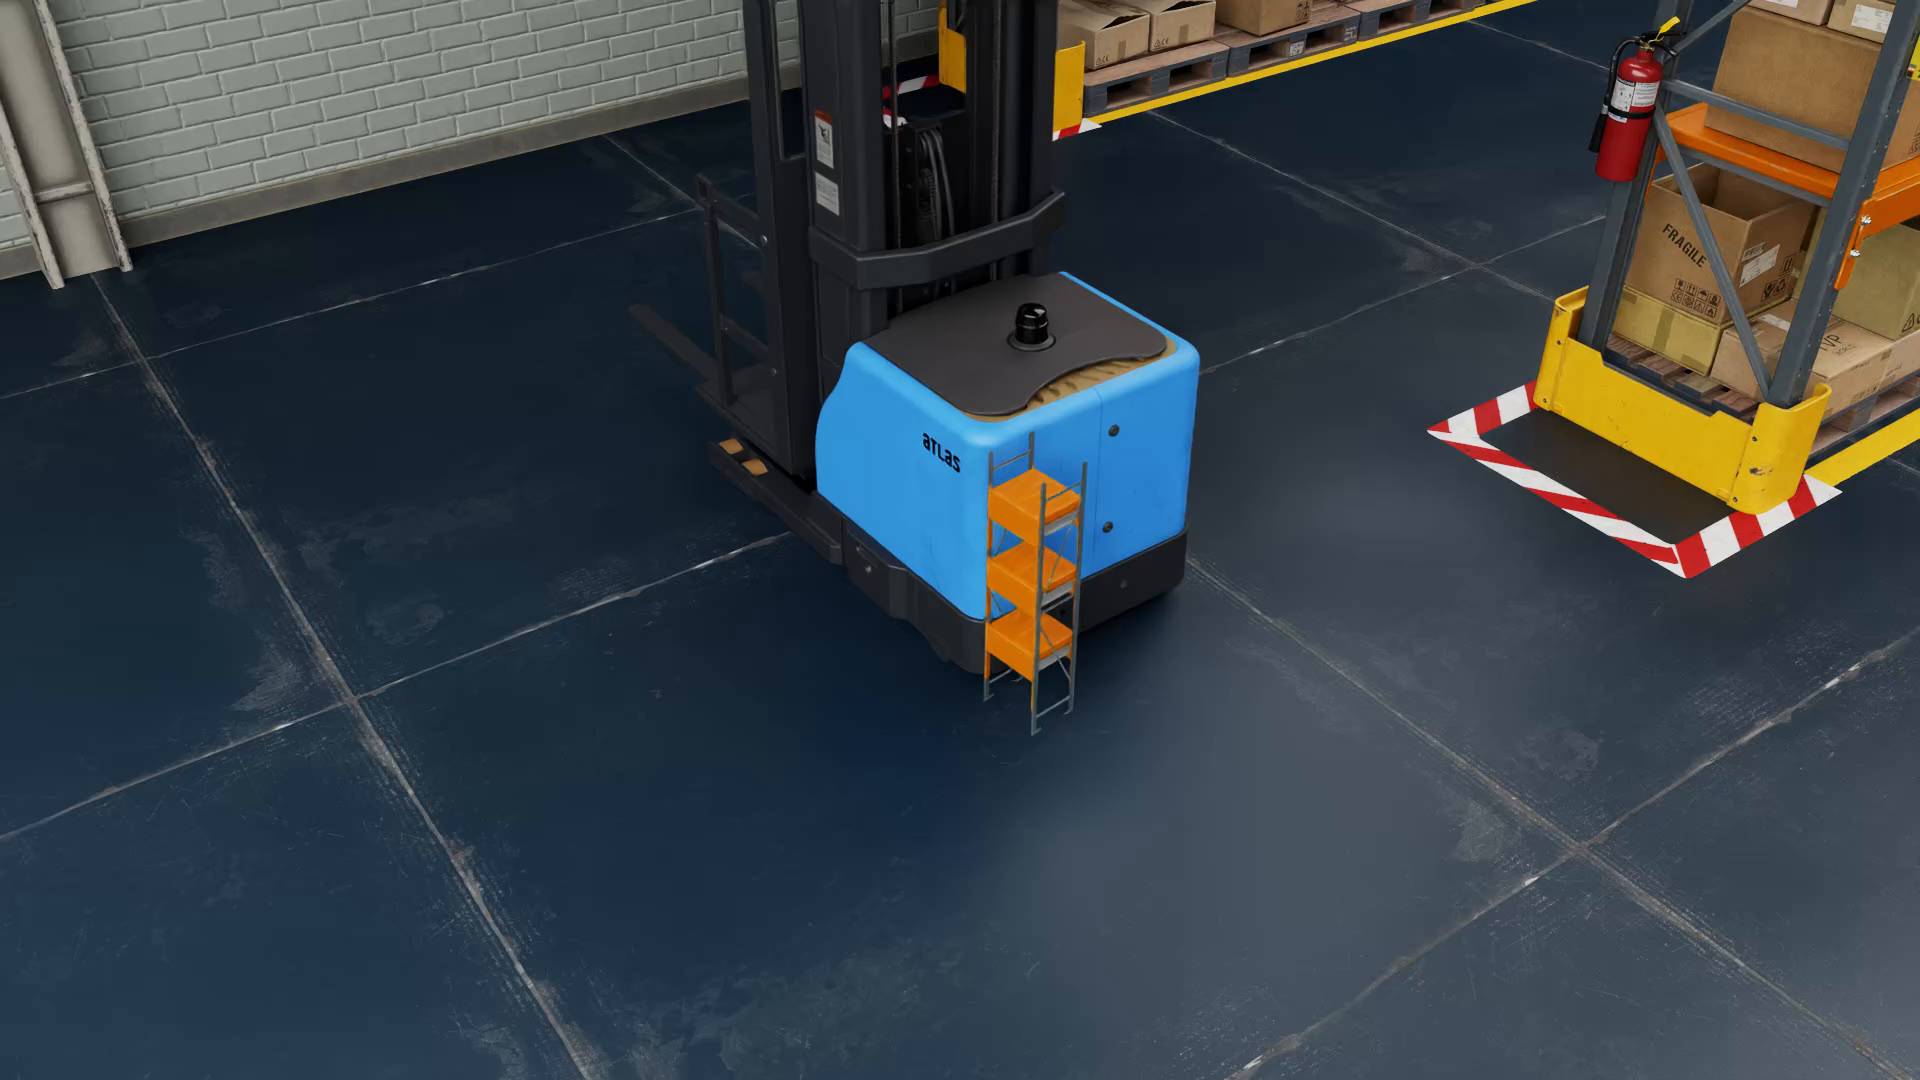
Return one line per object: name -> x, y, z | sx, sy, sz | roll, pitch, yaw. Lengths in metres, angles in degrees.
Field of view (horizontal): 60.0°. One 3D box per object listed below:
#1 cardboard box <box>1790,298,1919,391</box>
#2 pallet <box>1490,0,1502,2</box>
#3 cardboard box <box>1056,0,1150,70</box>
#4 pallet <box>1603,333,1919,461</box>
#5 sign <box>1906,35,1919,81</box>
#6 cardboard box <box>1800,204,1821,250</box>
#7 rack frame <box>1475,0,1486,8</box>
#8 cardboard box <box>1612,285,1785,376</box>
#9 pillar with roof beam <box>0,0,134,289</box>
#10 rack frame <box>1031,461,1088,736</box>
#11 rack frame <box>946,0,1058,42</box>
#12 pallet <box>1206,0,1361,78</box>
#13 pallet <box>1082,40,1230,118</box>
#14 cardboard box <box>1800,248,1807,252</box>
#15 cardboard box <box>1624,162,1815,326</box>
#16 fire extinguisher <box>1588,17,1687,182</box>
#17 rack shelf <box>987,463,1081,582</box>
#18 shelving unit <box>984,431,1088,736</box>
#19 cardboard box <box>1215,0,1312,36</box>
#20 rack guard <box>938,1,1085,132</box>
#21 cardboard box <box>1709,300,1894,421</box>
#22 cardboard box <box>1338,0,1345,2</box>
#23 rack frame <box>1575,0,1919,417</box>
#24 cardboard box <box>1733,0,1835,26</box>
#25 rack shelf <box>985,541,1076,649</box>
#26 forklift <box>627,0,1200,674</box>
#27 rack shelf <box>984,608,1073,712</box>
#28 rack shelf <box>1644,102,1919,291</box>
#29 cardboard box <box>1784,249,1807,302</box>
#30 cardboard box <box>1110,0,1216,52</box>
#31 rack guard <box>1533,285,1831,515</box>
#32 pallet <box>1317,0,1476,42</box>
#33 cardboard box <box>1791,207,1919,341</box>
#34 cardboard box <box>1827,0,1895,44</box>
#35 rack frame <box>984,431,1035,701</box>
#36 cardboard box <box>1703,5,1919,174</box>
cardboard box -> 4.077, -0.951, 7.498 | 0.500, 0.250, 0.500 | -22, 41, -28
pallet -> 4.152, -4.491, 12.814 | 1.213, 0.211, 1.003 | -22, 41, -28
cardboard box -> 0.864, -3.292, 10.684 | 0.500, 0.311, 0.500 | -28, 44, -33
pallet -> 3.705, -0.797, 7.678 | 1.213, 0.211, 1.003 | -22, 41, -28
sign -> 3.418, -1.769, 5.831 | 0.005, 0.325, 0.100 | -22, 41, -28
cardboard box -> 4.179, -1.677, 7.865 | 0.500, 0.500, 0.500 | -22, 41, -28
rack frame -> 3.516, -5.361, 11.634 | 0.127, 3.000, 1.000 | -22, 41, -28
cardboard box -> 3.372, -1.028, 7.605 | 0.500, 0.250, 0.500 | -22, 41, -28
pillar with roof beam -> -2.104, -3.026, 3.251 | 0.400, 9.000, 9.100 | -22, 41, -28
rack frame -> 0.327, 0.215, 5.550 | 0.200, 1.050, 0.008 | -27, 44, -33
rack frame -> 0.247, -4.015, 9.764 | 0.127, 3.000, 1.000 | -22, 41, -28
pallet -> 1.990, -3.573, 11.537 | 1.213, 0.211, 1.003 | -22, 41, -28
pallet -> 0.993, -3.165, 10.970 | 1.213, 0.211, 1.003 | -22, 41, -28
cardboard box -> 4.181, -1.371, 8.082 | 0.500, 0.250, 0.500 | -22, 41, -28
cardboard box -> 3.370, -1.333, 7.388 | 0.500, 0.500, 0.500 | -22, 41, -28
fire extinguisher -> 2.739, -1.803, 6.754 | 0.183, 0.674, 0.296 | -22, 41, -28
rack shelf -> 0.248, -0.060, 5.466 | 0.215, 0.259, 0.240 | -27, 44, -33
shelving unit -> 0.246, 0.162, 5.624 | 0.215, 1.050, 0.252 | -27, 44, -33
cardboard box -> 1.959, -3.783, 11.206 | 0.500, 0.500, 0.700 | -25, 43, -31
rack guard -> 0.309, -3.026, 10.529 | 0.348, 0.500, 1.175 | -22, 41, -28
cardboard box -> 3.670, -0.781, 7.262 | 0.500, 0.250, 0.500 | -22, 41, -28
cardboard box -> 2.691, -4.156, 11.724 | 0.500, 0.500, 0.500 | -26, 43, -31
rack frame -> 3.104, -1.652, 6.478 | 0.127, 3.000, 1.000 | -22, 41, -28
cardboard box -> 3.306, -2.176, 6.565 | 0.250, 0.149, 0.380 | -23, 42, -29
rack shelf -> 0.246, 0.171, 5.630 | 0.215, 0.259, 0.240 | -27, 44, -33
forklift -> -0.414, -1.517, 6.349 | 1.130, 2.935, 3.031 | -23, 42, -29
rack shelf -> 0.245, 0.397, 5.792 | 0.215, 0.259, 0.240 | -27, 44, -33
rack shelf -> 4.738, -2.033, 7.624 | 4.000, 0.370, 1.077 | -22, 41, -28
cardboard box -> 3.773, -1.202, 7.847 | 0.500, 0.250, 0.500 | -22, 41, -28
cardboard box -> 1.330, -3.484, 10.951 | 0.500, 0.311, 0.500 | -19, 40, -24
rack guard -> 3.084, -0.629, 7.197 | 0.348, 0.500, 1.175 | -22, 41, -28
pallet -> 2.988, -3.986, 12.111 | 1.213, 0.211, 1.003 | -22, 41, -28
cardboard box -> 4.078, -1.254, 7.278 | 0.500, 0.500, 0.500 | -22, 41, -28
cardboard box -> 3.548, -1.985, 6.300 | 0.250, 0.149, 0.380 | -23, 41, -28
rack frame -> 0.165, 0.109, 5.698 | 0.200, 1.050, 0.008 | -27, 44, -33
cardboard box -> 3.493, -1.844, 6.659 | 0.500, 0.500, 0.700 | -22, 41, -28
